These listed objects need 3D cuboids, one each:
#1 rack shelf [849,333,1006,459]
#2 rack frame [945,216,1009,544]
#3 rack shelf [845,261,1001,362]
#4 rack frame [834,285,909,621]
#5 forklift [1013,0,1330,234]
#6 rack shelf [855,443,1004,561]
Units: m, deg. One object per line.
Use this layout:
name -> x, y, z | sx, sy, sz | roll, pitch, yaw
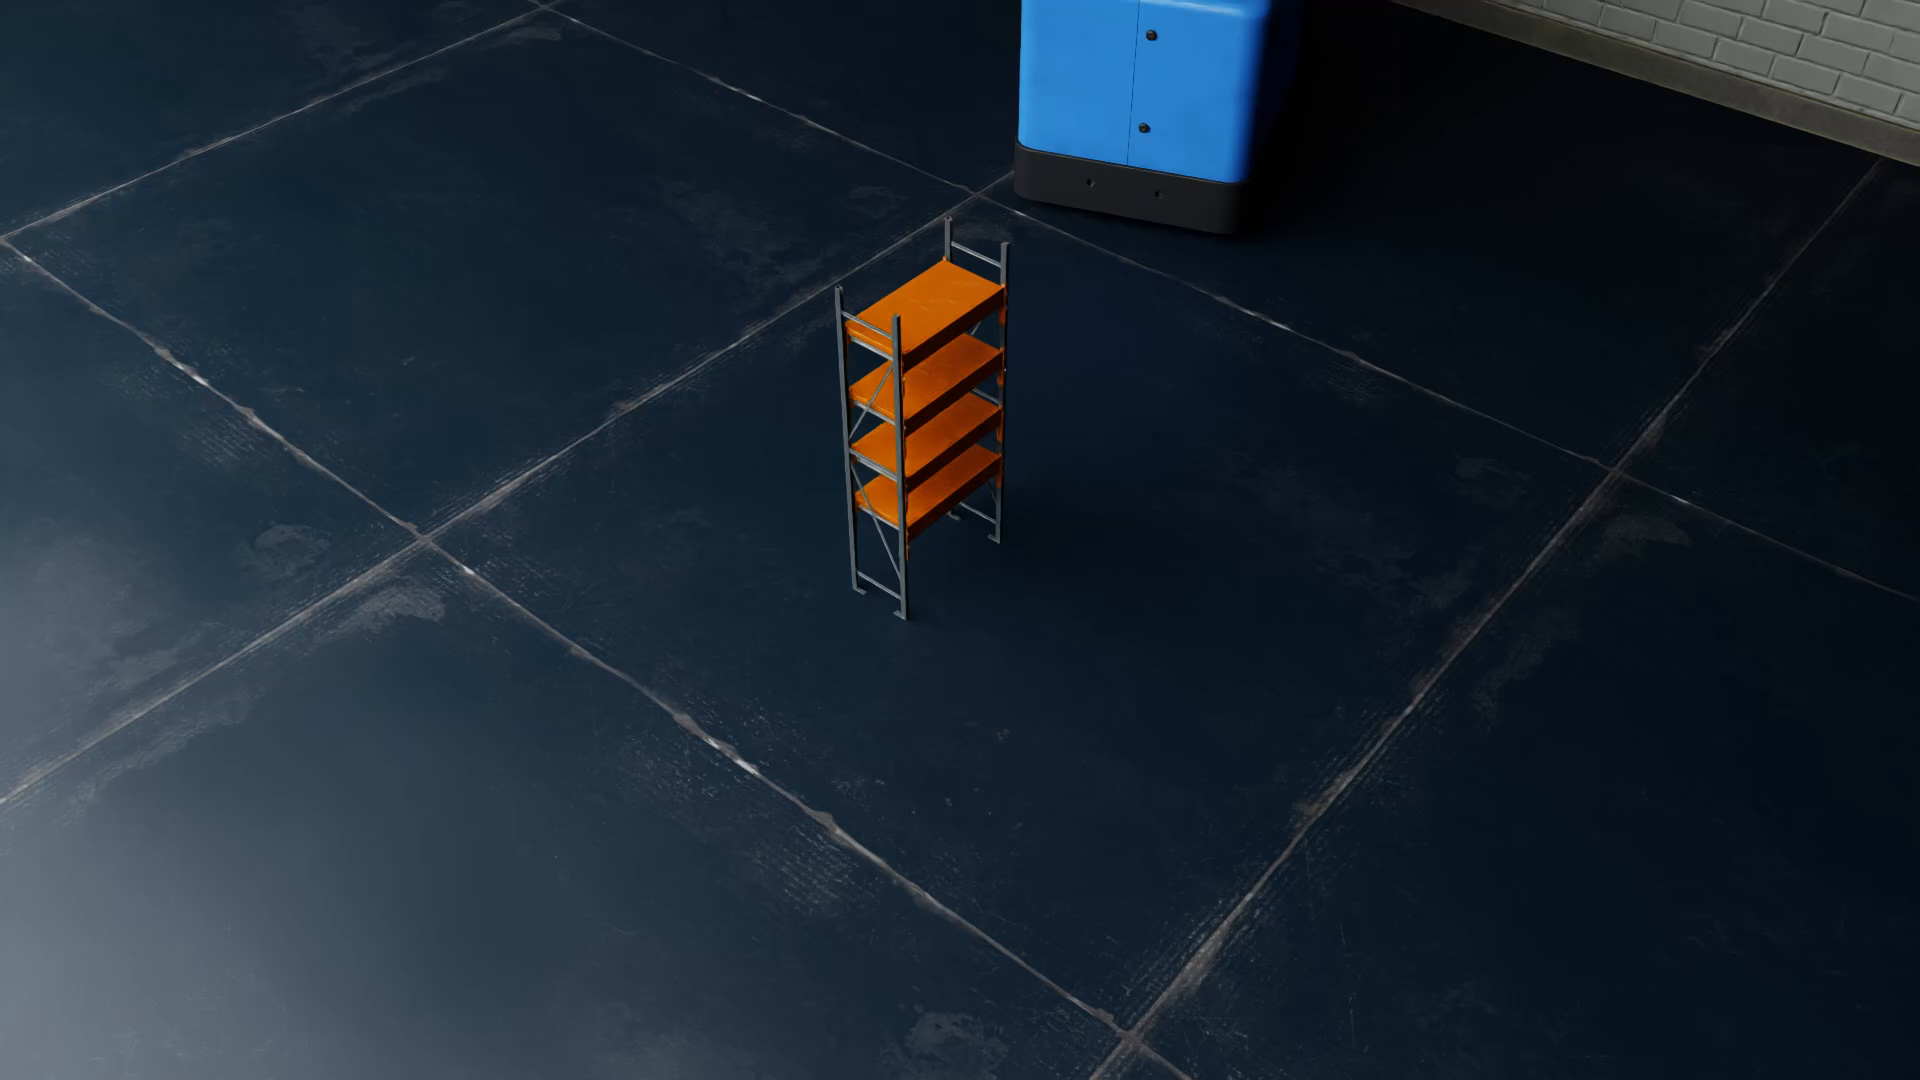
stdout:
rack shelf -> -0.107, -0.474, 5.147 | 0.258, 0.148, 0.480 | 29, 50, 28
rack frame -> 0.050, -0.484, 5.391 | 0.240, 1.200, 0.015 | 29, 50, 28
rack shelf -> -0.107, -0.678, 4.962 | 0.221, 0.050, 0.457 | 29, 50, 28
rack frame -> -0.264, -0.233, 5.114 | 0.240, 1.200, 0.015 | 29, 50, 28
forklift -> 1.024, -3.018, 6.938 | 1.129, 2.867, 1.939 | 13, 44, 14
rack shelf -> -0.107, -0.162, 5.431 | 0.258, 0.148, 0.480 | 29, 50, 28
